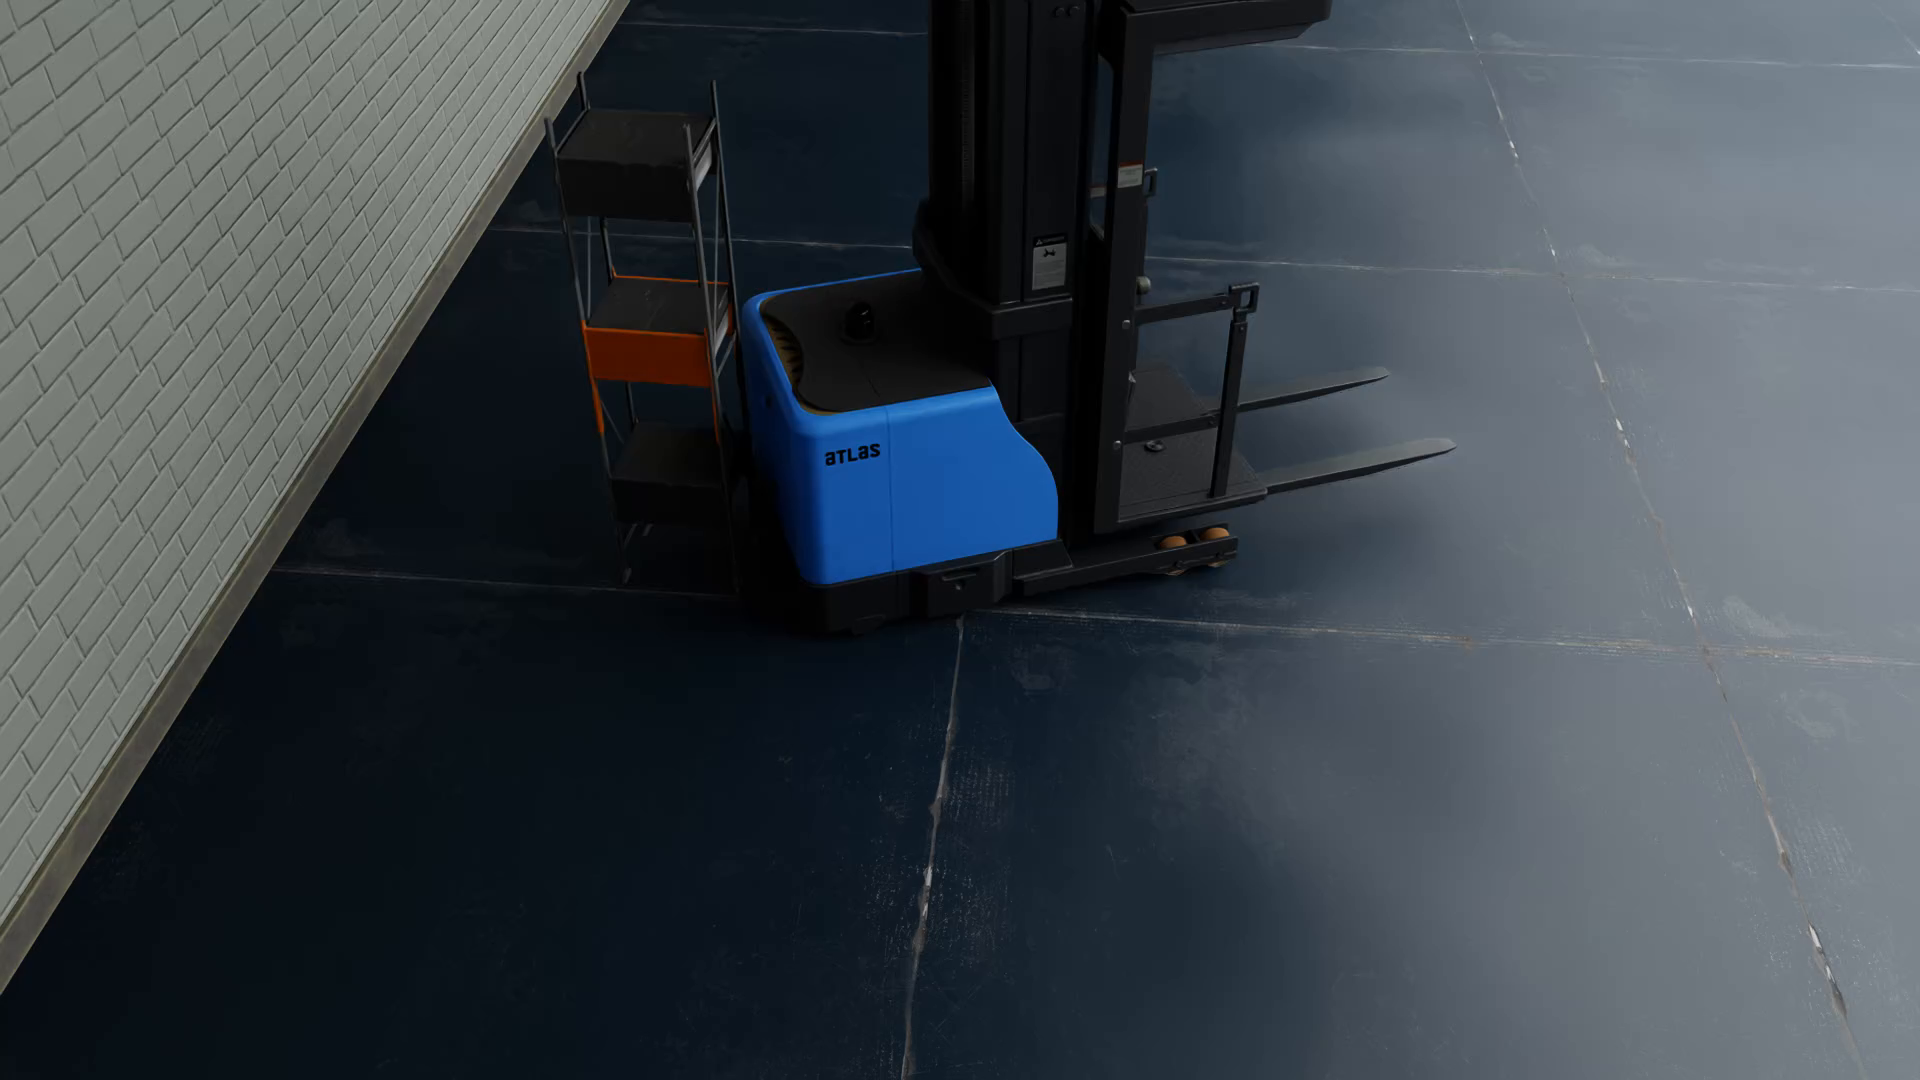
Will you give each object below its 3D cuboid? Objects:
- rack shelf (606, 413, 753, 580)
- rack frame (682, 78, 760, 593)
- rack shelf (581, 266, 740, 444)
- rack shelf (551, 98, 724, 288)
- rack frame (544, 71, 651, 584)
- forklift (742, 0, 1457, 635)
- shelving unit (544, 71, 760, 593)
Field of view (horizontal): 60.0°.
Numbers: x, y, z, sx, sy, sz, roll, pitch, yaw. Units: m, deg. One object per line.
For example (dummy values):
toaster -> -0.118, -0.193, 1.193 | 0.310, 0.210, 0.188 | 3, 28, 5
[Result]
rack shelf -> -1.150, -0.182, 6.939 | 0.480, 0.518, 0.431 | 5, 40, 6
rack frame -> -0.909, -0.714, 6.462 | 0.015, 2.100, 0.400 | 5, 40, 6
rack shelf -> -1.151, -0.723, 6.495 | 0.480, 0.518, 0.431 | 5, 40, 6
rack shelf -> -1.151, -1.264, 6.051 | 0.480, 0.518, 0.431 | 5, 40, 6
rack frame -> -1.393, -0.753, 6.511 | 0.015, 2.100, 0.400 | 5, 40, 6
forklift -> 0.672, -1.294, 6.518 | 3.031, 2.935, 1.130 | -11, 40, -14
shelving unit -> -1.151, -0.734, 6.486 | 0.503, 2.100, 0.431 | 5, 40, 6
